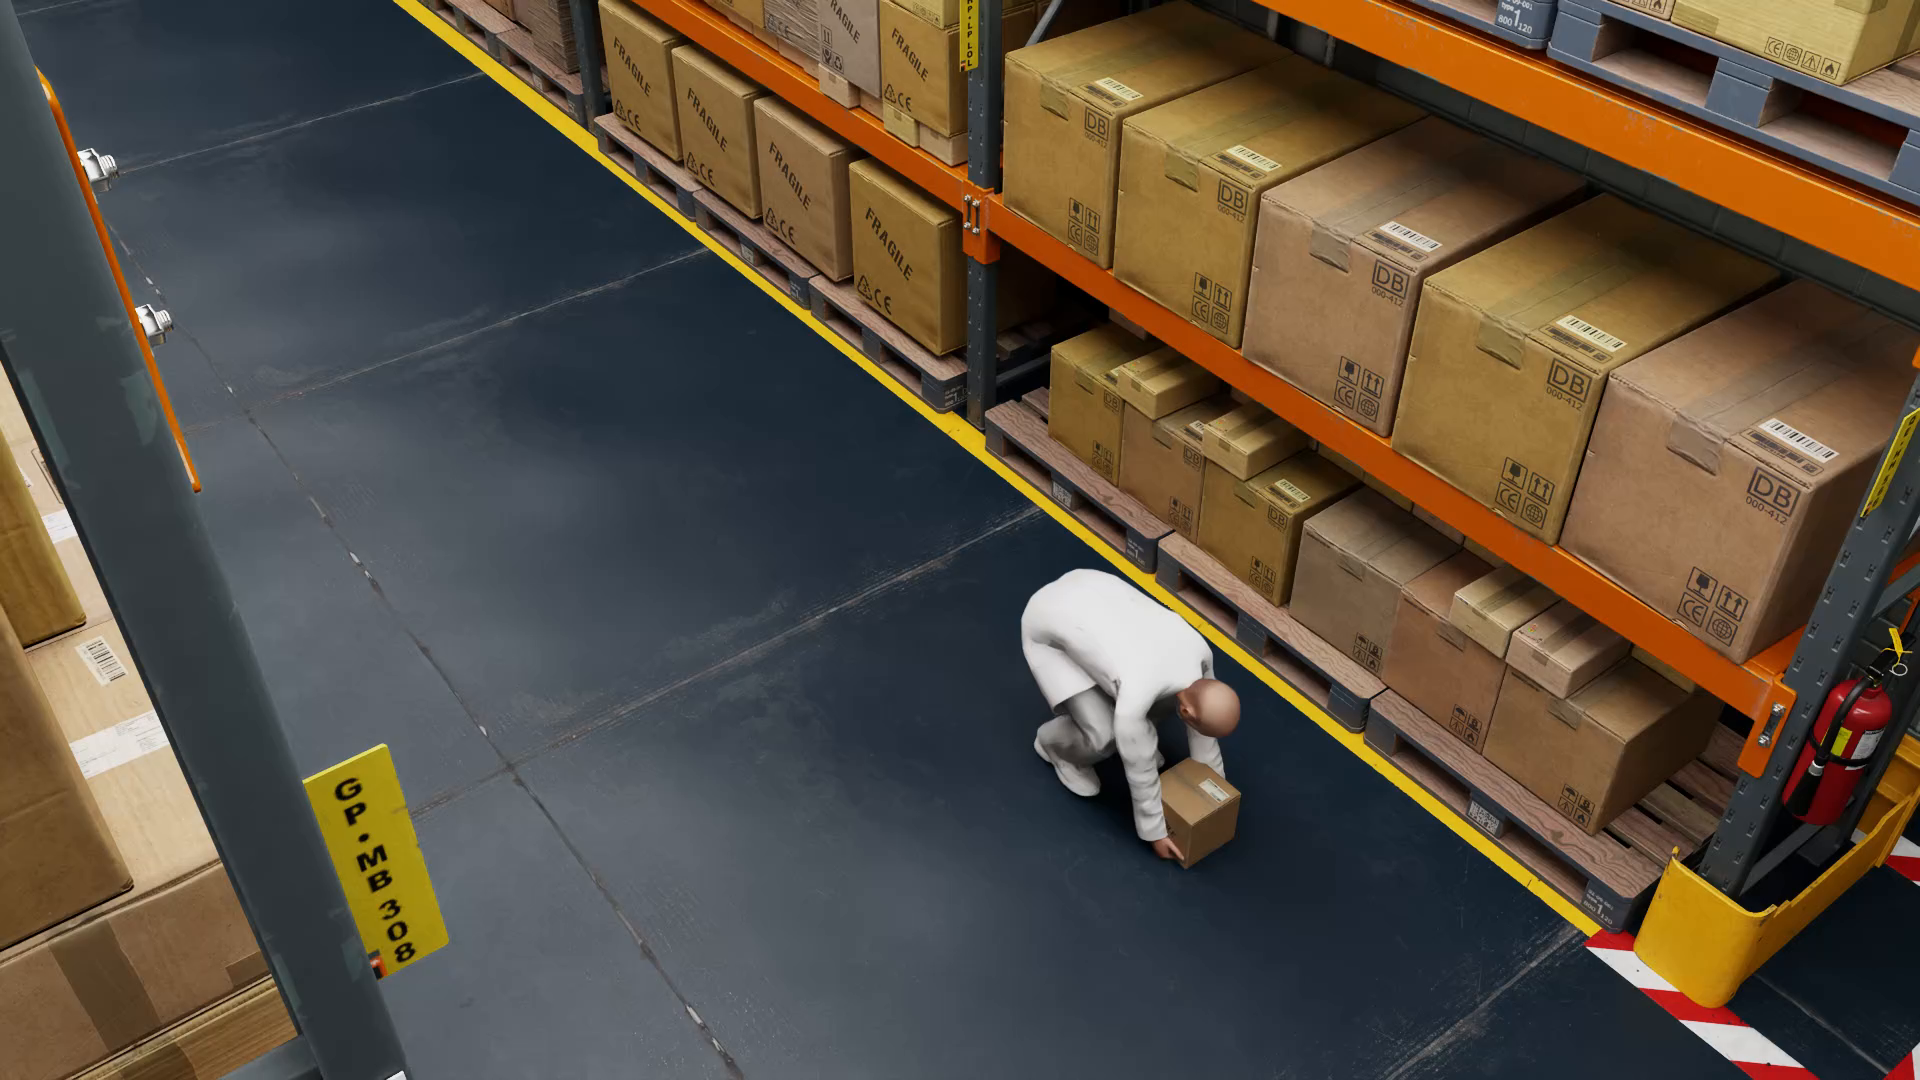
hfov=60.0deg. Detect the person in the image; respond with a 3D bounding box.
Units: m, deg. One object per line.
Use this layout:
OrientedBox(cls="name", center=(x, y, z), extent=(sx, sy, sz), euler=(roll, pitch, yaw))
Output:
OrientedBox(cls="person", center=(0.624, 0.605, 6.178), extent=(0.581, 0.874, 0.955), euler=(-29, 48, -30))
